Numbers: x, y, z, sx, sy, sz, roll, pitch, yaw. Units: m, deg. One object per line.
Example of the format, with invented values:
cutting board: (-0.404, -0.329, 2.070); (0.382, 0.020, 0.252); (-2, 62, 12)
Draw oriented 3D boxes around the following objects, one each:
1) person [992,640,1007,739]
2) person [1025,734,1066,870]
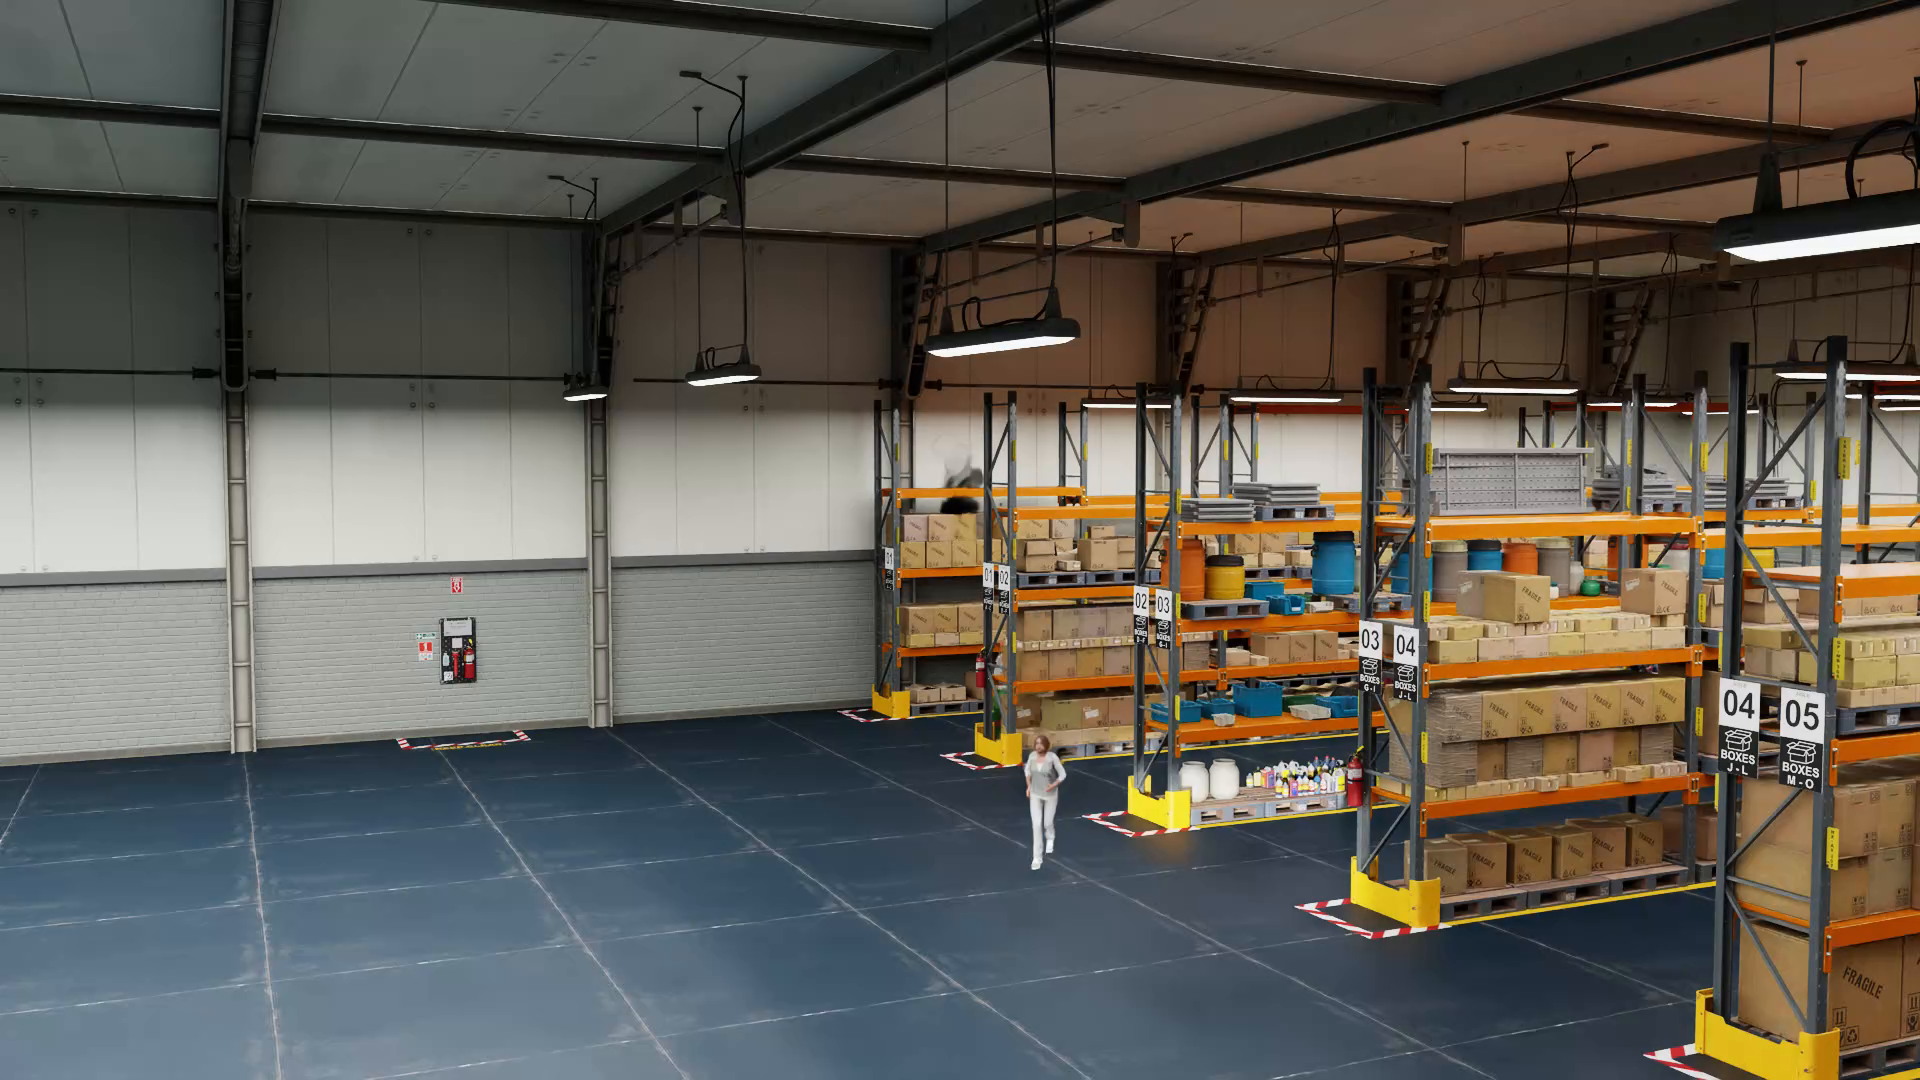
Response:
person: (0.741, 2.599, 28.908); (0.846, 1.751, 0.658); (-2, 4, -31)
person: (1.041, 3.164, 20.401); (0.536, 1.603, 0.813); (1, 3, 12)
